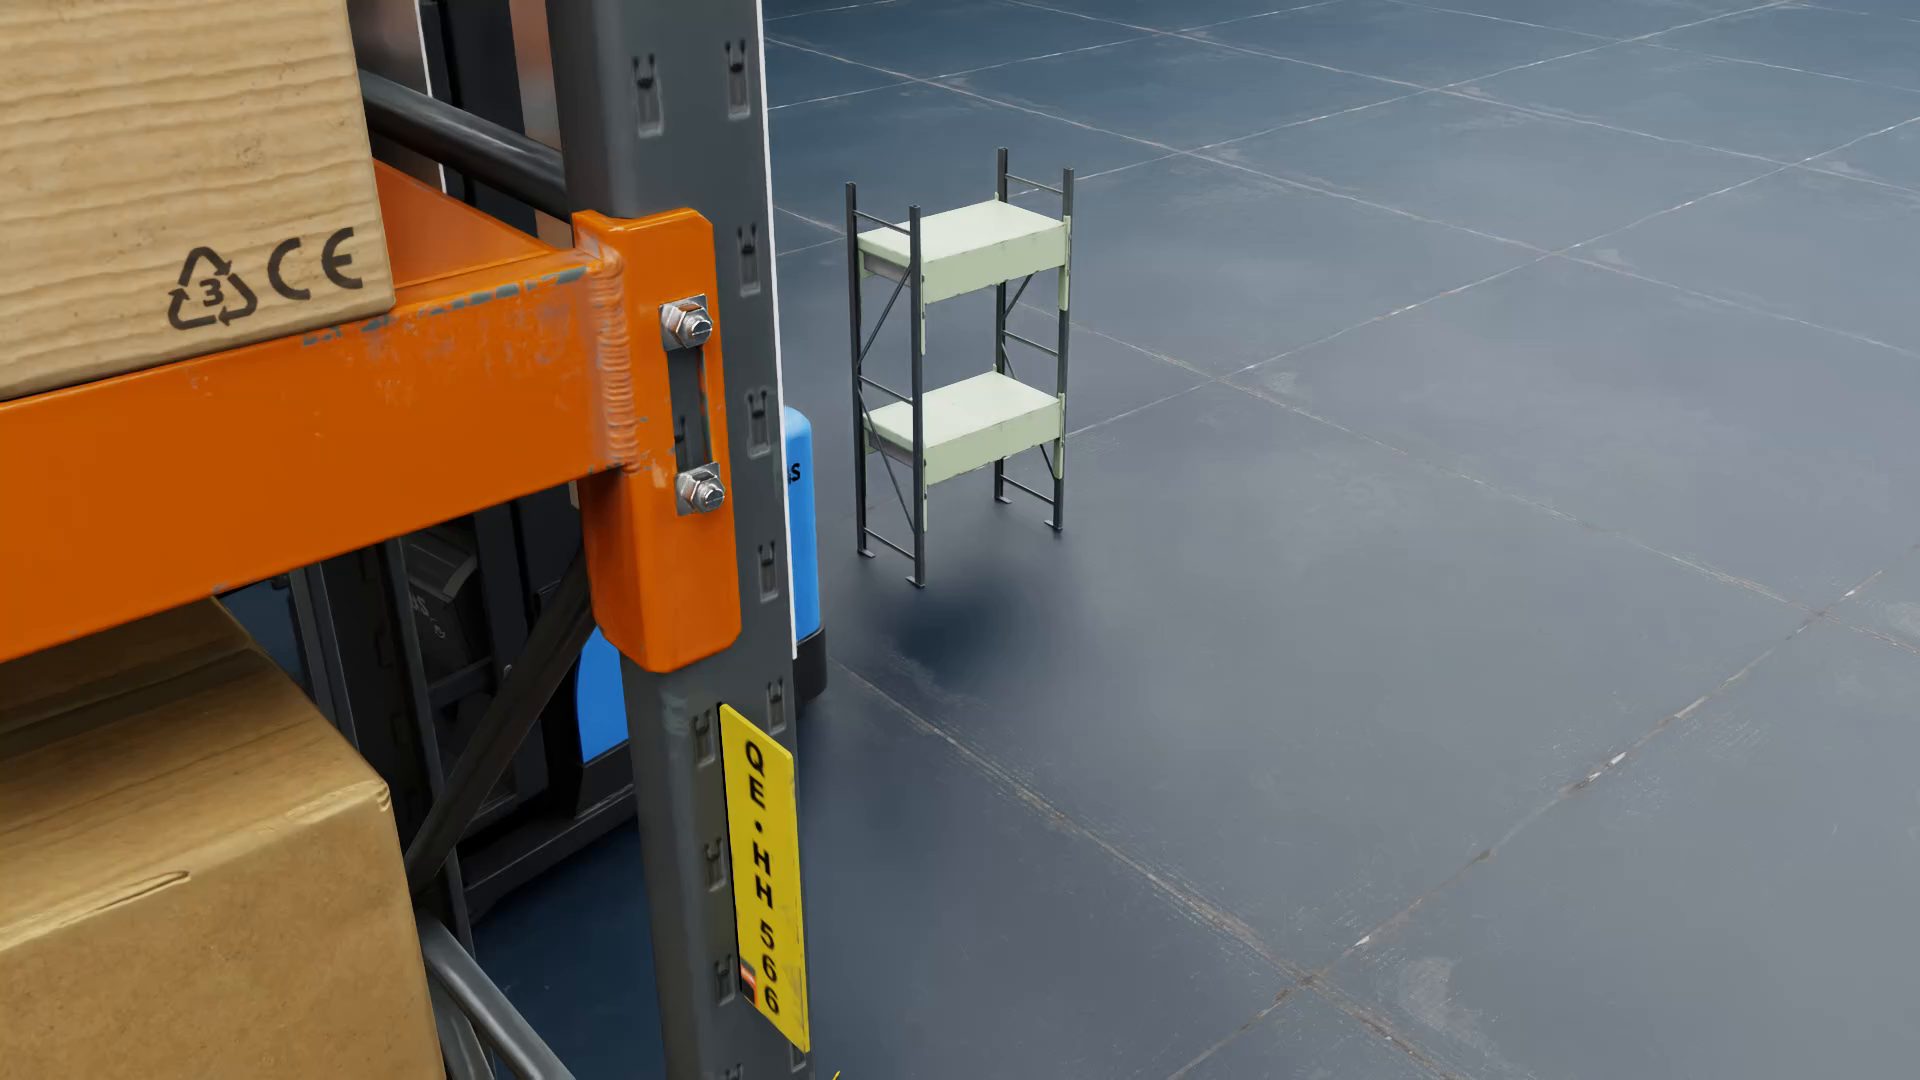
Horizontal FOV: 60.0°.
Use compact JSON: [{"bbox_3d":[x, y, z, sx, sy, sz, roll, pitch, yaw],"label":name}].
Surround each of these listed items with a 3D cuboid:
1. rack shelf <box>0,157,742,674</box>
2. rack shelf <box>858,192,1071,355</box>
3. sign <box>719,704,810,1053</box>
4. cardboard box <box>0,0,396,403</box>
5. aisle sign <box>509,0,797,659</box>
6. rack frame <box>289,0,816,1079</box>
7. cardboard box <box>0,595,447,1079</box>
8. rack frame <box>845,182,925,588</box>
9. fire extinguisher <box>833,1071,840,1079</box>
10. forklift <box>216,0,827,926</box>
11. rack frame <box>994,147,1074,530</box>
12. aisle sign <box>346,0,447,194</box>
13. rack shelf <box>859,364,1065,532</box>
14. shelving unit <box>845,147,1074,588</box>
[{"bbox_3d":[-2.035,0.350,0.494,4.000,0.370,1.077,-22,35,-35],"label":"rack shelf"},{"bbox_3d":[0.005,-1.008,6.216,0.720,0.370,0.431,-22,35,-35],"label":"rack shelf"},{"bbox_3d":[-0.169,0.299,1.445,0.005,0.325,0.100,-22,35,-35],"label":"sign"},{"bbox_3d":[-0.715,-0.275,1.058,0.500,0.250,0.500,-21,35,-34],"label":"cardboard box"},{"bbox_3d":[-0.272,-0.314,1.397,0.004,0.787,0.394,-22,35,-35],"label":"aisle sign"},{"bbox_3d":[-0.516,0.743,2.178,0.053,2.616,0.949,-22,35,-35],"label":"rack frame"},{"bbox_3d":[-0.772,0.384,1.366,0.500,0.500,0.500,-22,35,-35],"label":"cardboard box"},{"bbox_3d":[-0.273,-0.552,6.191,0.023,1.500,0.400,-22,35,-35],"label":"rack frame"},{"bbox_3d":[-0.127,0.908,1.950,0.183,0.674,0.296,-22,35,-35],"label":"fire extinguisher"},{"bbox_3d":[-1.784,-0.355,4.305,1.130,2.935,3.031,22,35,35],"label":"forklift"},{"bbox_3d":[0.284,-0.775,6.610,0.023,1.500,0.400,-22,35,-35],"label":"rack frame"},{"bbox_3d":[-0.661,-0.529,1.800,0.004,0.787,0.394,-22,35,-35],"label":"aisle sign"},{"bbox_3d":[0.005,-0.376,6.554,0.720,0.370,0.431,-22,35,-35],"label":"rack shelf"},{"bbox_3d":[0.005,-0.664,6.400,0.755,1.500,0.431,-22,35,-35],"label":"shelving unit"}]
